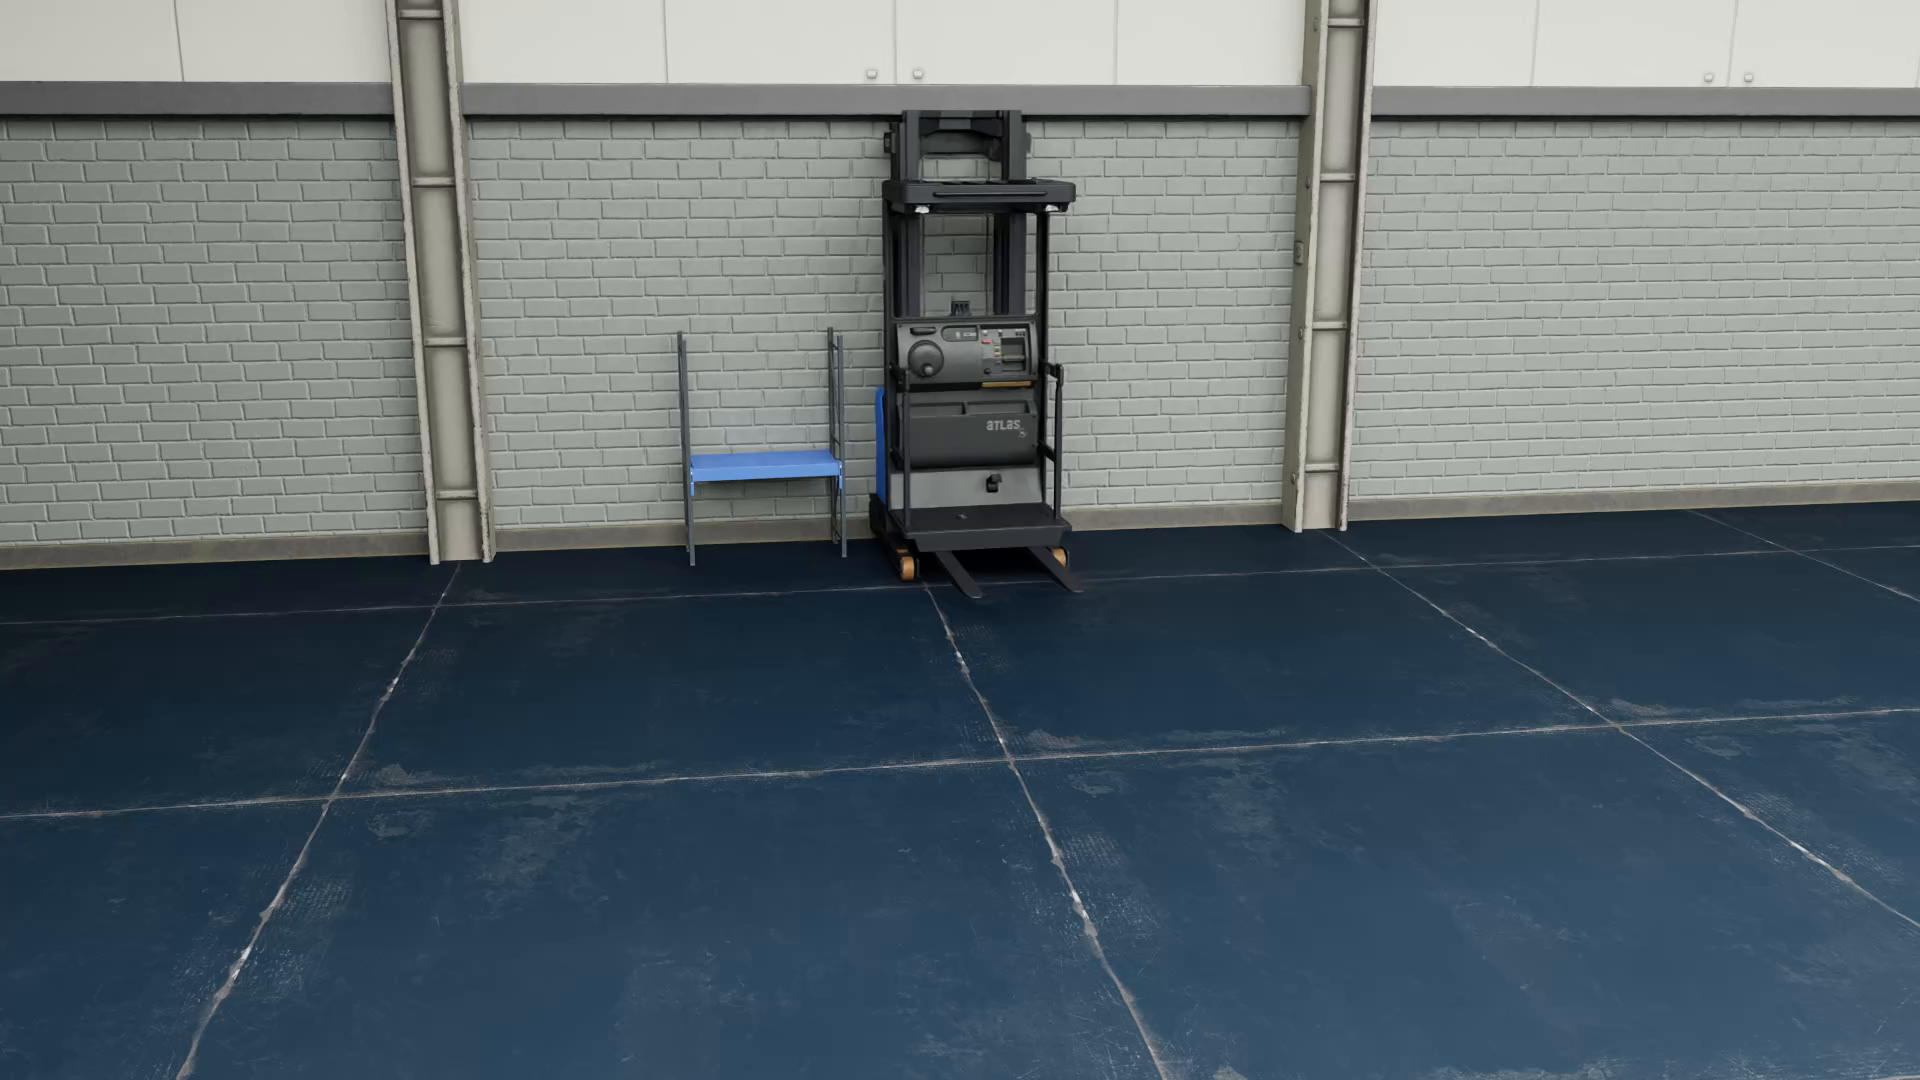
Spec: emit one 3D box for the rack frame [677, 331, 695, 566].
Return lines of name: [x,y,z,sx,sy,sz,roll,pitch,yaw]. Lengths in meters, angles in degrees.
rack frame: [-1.828,-0.615,11.093,0.032,1.500,0.500,-3,14,-12]

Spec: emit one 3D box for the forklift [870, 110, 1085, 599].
forklift: [0.093,-1.253,10.692,1.130,2.935,3.031,-3,14,-11]

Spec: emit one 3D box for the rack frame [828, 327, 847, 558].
rack frame: [-0.836,-0.669,11.306,0.032,1.500,0.500,-3,14,-12]

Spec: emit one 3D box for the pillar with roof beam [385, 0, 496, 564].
pillar with roof beam: [-2.716,-3.211,6.028,0.400,9.000,9.100,-2,14,-8]

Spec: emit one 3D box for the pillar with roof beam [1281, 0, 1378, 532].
pillar with roof beam: [3.217,-3.429,6.895,0.400,9.000,9.100,-2,14,-8]

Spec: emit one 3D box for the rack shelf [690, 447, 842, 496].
rack shelf: [-1.332,-0.468,11.243,1.000,0.185,0.538,-3,14,-12]

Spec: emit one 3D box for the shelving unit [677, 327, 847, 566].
shelving unit: [-1.332,-0.642,11.199,1.048,1.500,0.538,-3,14,-12]
